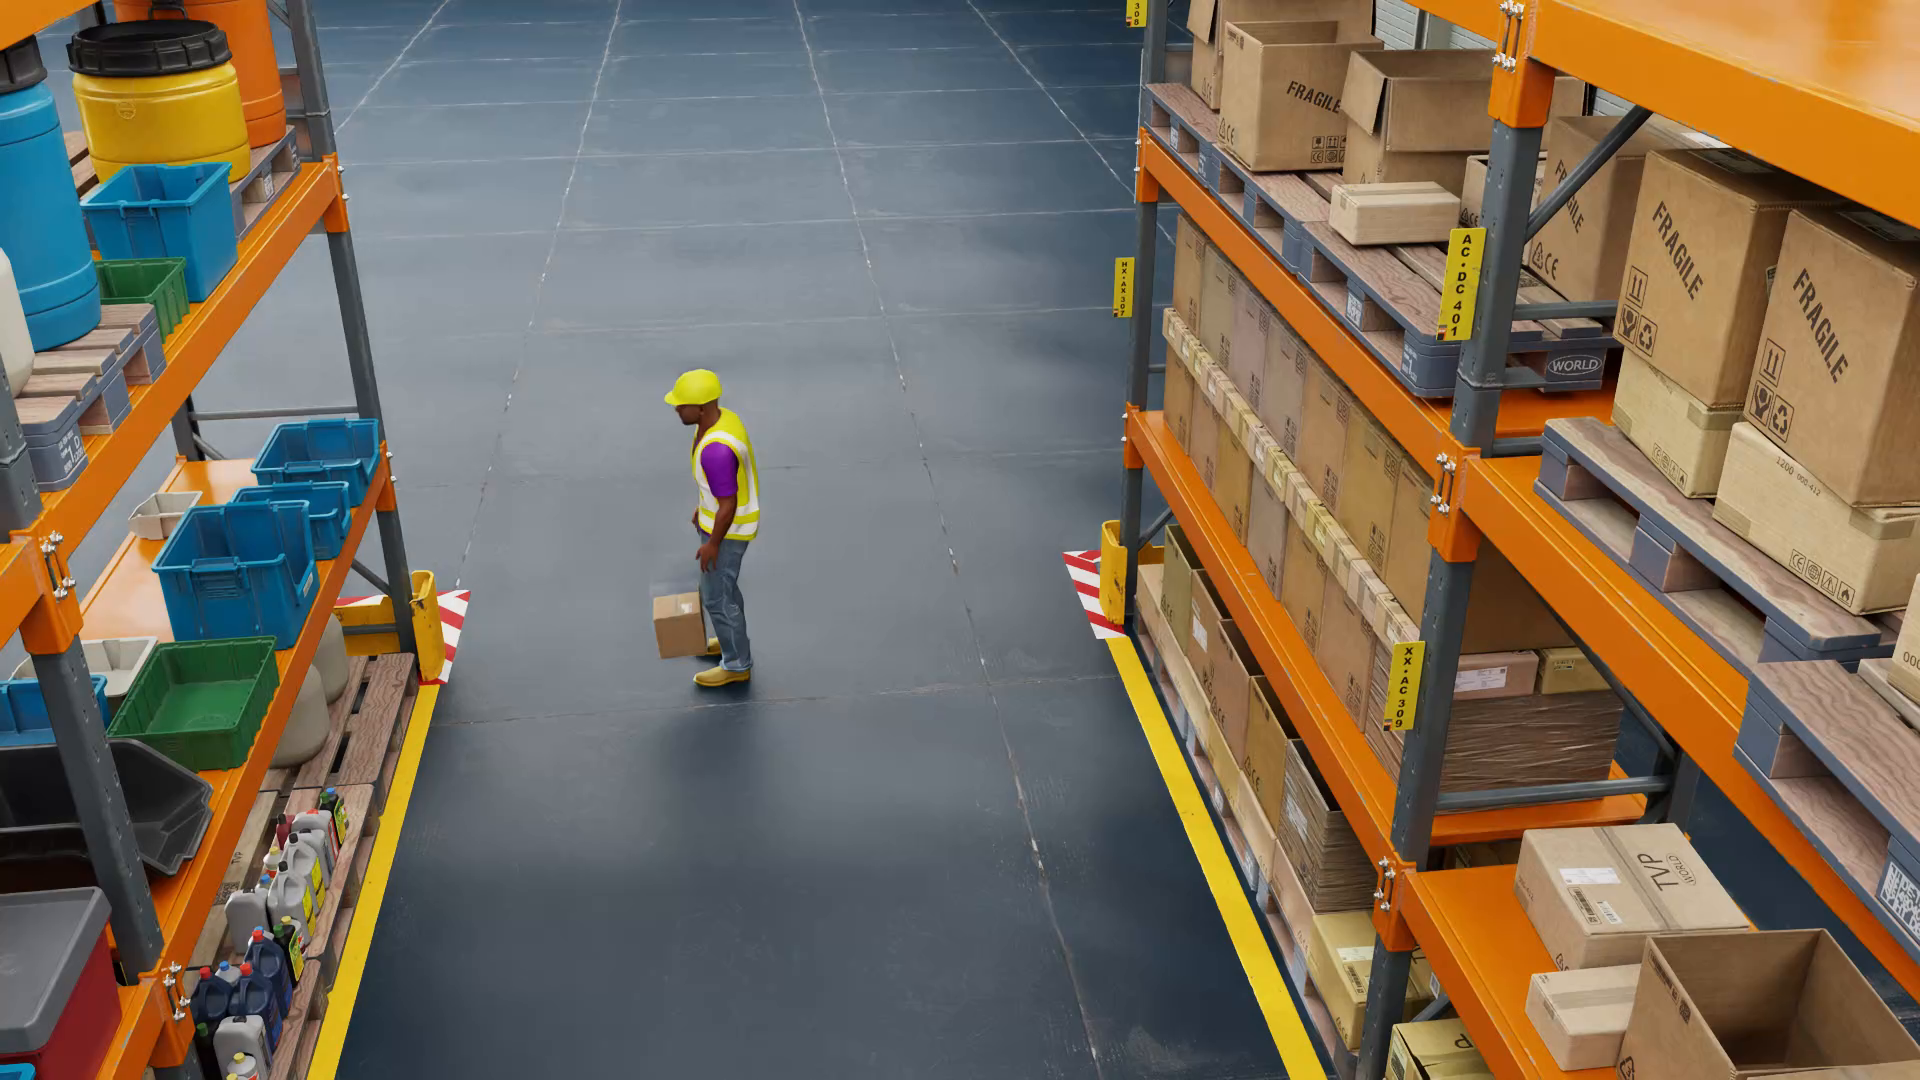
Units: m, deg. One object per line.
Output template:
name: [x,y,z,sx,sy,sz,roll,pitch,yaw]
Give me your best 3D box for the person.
person: [-1.270,-0.077,8.747,0.443,1.763,0.601,-4,27,-9]
